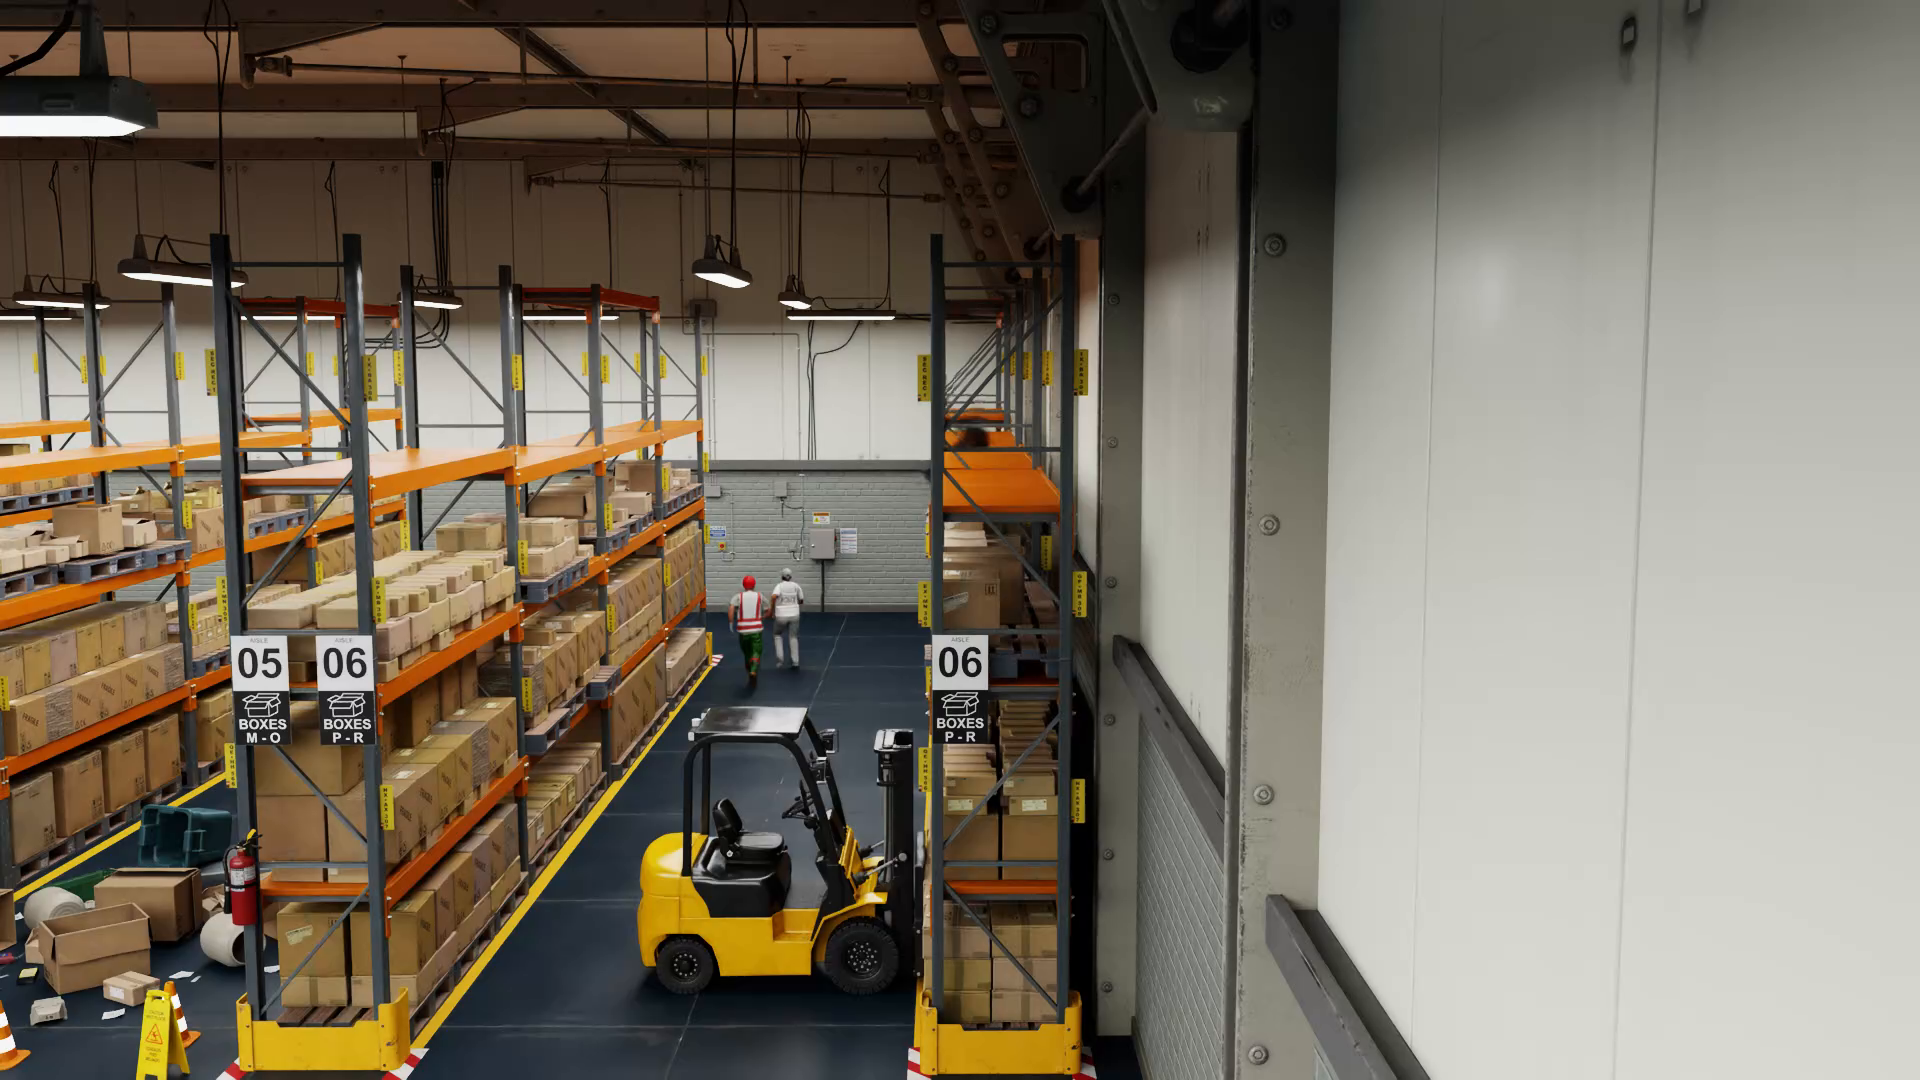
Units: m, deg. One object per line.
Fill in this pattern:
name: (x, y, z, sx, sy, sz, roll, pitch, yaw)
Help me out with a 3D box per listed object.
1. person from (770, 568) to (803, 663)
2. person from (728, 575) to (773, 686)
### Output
person: (-2.889, 1.239, 27.558, 0.618, 1.554, 0.687, -2, 7, -20)
person: (-3.243, 1.438, 25.775, 0.684, 1.774, 1.022, -1, 6, -7)
